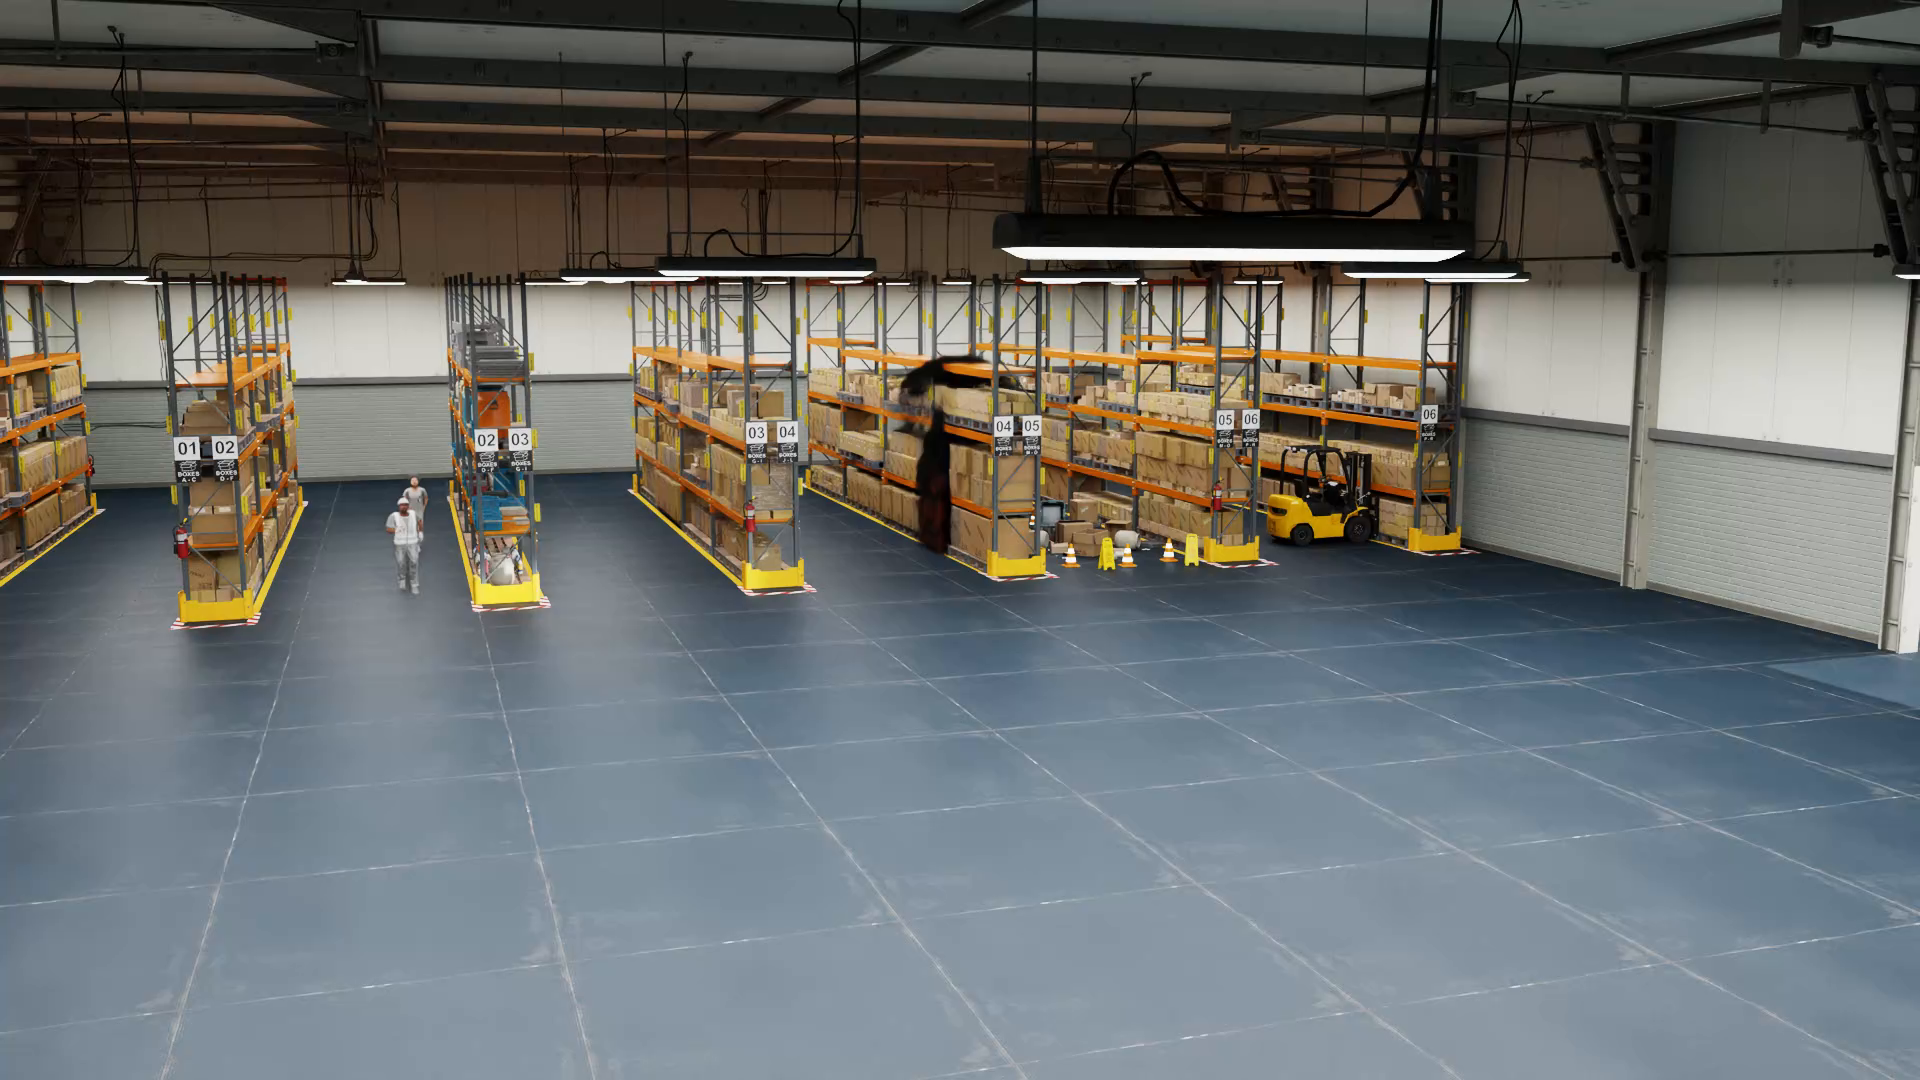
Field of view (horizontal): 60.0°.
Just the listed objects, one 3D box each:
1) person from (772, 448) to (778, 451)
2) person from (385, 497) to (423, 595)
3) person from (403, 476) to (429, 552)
[{"bbox_3d":[-5.019,-2.134,46.362,0.688,1.797,0.843,-2,9,-14],"label":"person"},{"bbox_3d":[-10.479,0.111,31.416,0.704,1.850,0.798,-4,9,-25],"label":"person"},{"bbox_3d":[-12.035,-0.598,36.775,0.553,1.640,0.924,-2,9,-15],"label":"person"}]
